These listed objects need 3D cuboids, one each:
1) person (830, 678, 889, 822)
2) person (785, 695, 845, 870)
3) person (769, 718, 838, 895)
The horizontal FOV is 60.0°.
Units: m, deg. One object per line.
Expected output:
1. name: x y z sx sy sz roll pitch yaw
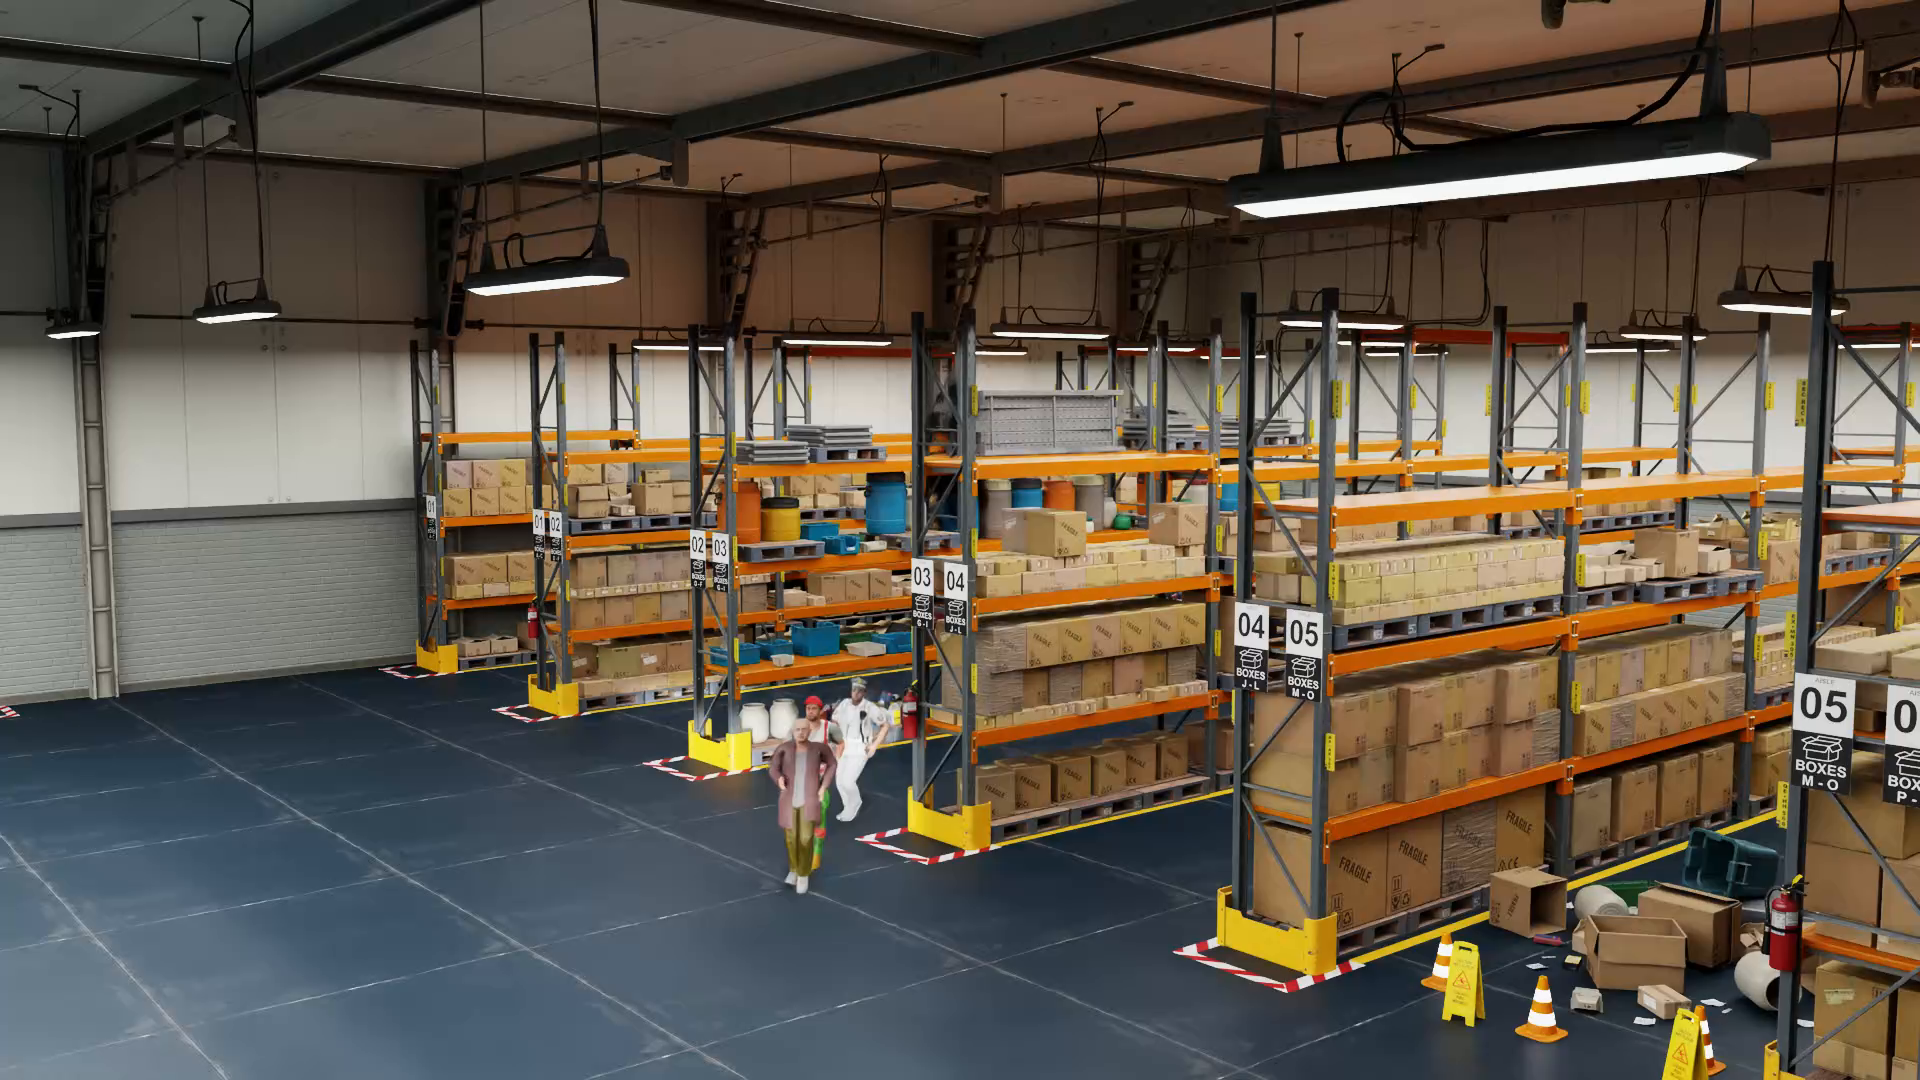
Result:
1. person: -1.254 2.483 19.607 0.712 1.746 0.590 3 6 27
2. person: -1.615 2.586 18.088 0.660 1.803 0.879 1 5 8
3. person: -1.626 2.714 17.025 0.677 1.792 0.777 1 5 6
